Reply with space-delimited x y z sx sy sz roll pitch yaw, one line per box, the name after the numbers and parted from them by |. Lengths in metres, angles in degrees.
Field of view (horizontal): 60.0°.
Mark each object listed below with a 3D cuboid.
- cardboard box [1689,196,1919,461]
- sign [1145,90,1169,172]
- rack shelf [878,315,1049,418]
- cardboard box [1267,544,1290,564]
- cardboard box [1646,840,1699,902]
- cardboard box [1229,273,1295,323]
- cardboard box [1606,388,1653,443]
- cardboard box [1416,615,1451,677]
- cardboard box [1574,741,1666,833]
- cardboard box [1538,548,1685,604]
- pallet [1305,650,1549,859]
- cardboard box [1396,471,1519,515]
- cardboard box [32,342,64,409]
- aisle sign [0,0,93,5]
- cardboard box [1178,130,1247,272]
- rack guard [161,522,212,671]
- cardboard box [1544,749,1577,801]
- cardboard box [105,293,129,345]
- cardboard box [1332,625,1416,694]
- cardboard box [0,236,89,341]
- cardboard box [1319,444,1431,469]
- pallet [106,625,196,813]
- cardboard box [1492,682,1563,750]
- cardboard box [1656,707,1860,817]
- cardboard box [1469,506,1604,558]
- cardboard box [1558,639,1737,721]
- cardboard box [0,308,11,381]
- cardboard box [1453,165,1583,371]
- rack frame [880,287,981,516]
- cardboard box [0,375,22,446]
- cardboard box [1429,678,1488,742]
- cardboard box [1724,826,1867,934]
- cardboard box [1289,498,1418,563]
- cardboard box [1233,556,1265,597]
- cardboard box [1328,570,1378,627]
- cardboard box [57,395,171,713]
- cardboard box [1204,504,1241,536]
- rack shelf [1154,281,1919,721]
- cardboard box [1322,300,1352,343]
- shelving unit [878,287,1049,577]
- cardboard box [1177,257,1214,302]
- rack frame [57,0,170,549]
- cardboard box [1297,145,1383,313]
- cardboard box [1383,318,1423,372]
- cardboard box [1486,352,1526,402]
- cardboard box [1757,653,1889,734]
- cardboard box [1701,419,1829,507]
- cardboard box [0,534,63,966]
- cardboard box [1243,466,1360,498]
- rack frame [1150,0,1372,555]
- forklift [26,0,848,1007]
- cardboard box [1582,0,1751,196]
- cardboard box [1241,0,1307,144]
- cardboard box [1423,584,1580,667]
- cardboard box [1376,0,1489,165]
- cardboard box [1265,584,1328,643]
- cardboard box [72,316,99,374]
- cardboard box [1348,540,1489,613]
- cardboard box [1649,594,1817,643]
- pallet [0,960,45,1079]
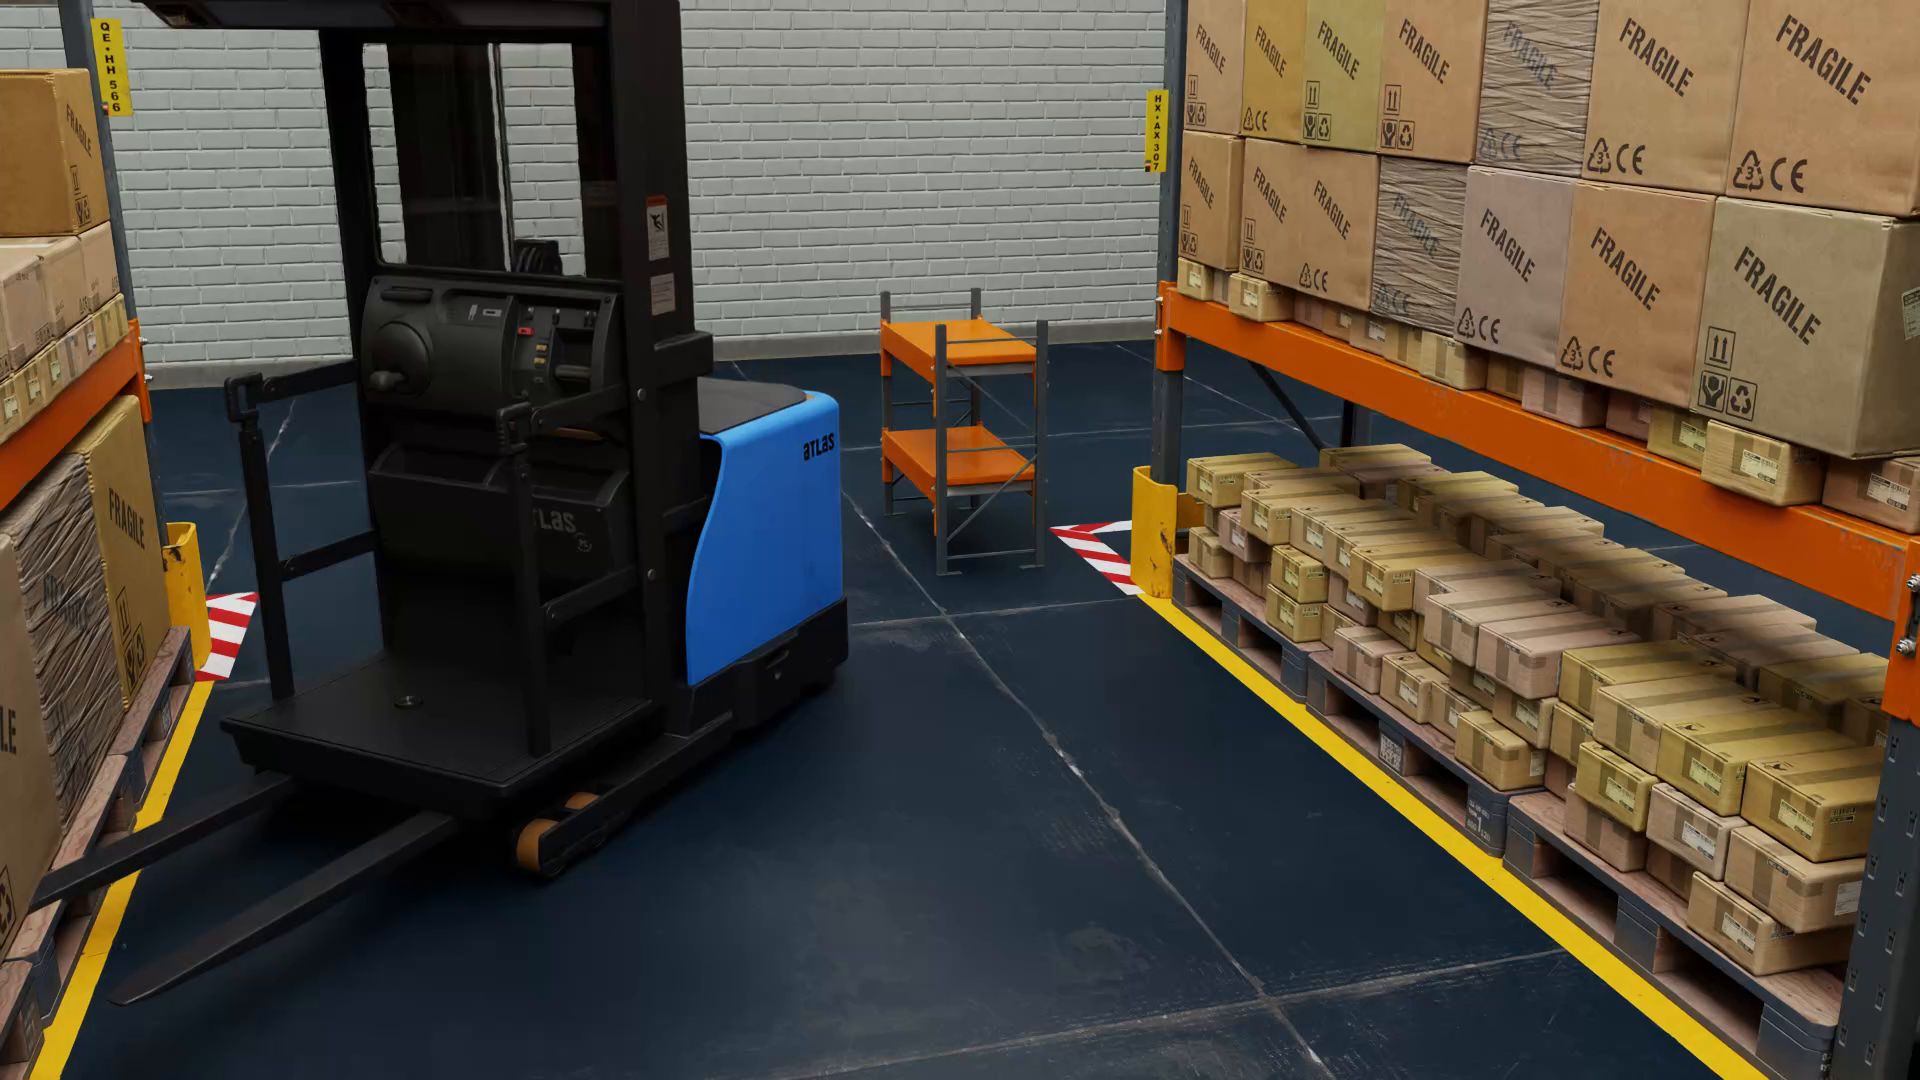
2.021 -0.491 3.680 0.500 0.500 0.500 -5 17 -15 | cardboard box
0.805 -1.667 6.782 0.100 0.325 0.005 -5 17 -15 | sign
-0.002 -0.821 7.712 0.538 0.278 1.000 -5 17 -15 | rack shelf
1.397 0.033 6.338 0.380 0.149 0.250 -4 17 -15 | cardboard box
2.000 0.815 4.249 0.380 0.149 0.250 -4 17 -14 | cardboard box
1.233 -0.914 6.216 0.380 0.149 0.250 -5 17 -17 | cardboard box
1.926 -0.347 4.330 0.380 0.149 0.250 -5 17 -17 | cardboard box
1.707 0.325 5.363 0.380 0.149 0.250 -4 17 -13 | cardboard box
1.857 0.624 4.368 0.380 0.149 0.250 -5 18 -17 | cardboard box
2.126 0.145 5.448 0.380 0.149 0.250 -5 17 -15 | cardboard box
1.869 0.626 5.502 1.003 0.211 1.213 -5 17 -15 | pallet
1.923 -0.154 6.442 0.380 0.149 0.250 -5 17 -16 | cardboard box
-2.773 -0.456 4.692 0.380 0.149 0.250 -5 17 -16 | cardboard box
-3.201 -2.220 5.609 0.394 0.787 0.004 -5 17 -15 | aisle sign
1.185 -1.340 6.507 0.500 0.500 0.500 -4 17 -13 | cardboard box
-3.477 0.259 6.219 1.175 0.500 0.348 -5 17 -15 | rack guard
1.909 0.665 4.750 0.380 0.149 0.250 -5 17 -17 | cardboard box
-3.056 -0.738 5.632 0.380 0.149 0.250 -4 17 -14 | cardboard box
1.500 0.392 5.660 0.380 0.149 0.250 -6 18 -18 | cardboard box
-2.943 -0.748 4.973 0.500 0.250 0.500 -5 17 -16 | cardboard box
1.716 -0.290 6.893 0.380 0.149 0.250 -4 17 -15 | cardboard box
-3.175 0.619 5.523 1.003 0.211 1.213 -5 17 -15 | pallet
1.793 0.478 4.854 0.380 0.149 0.250 -4 17 -14 | cardboard box
1.970 0.545 4.115 0.380 0.149 0.250 -4 17 -15 | cardboard box
2.061 -0.007 5.954 0.380 0.149 0.250 -4 17 -13 | cardboard box
1.898 0.399 4.601 0.380 0.149 0.250 -4 17 -13 | cardboard box
-2.656 -0.464 4.025 0.500 0.250 0.500 -5 17 -15 | cardboard box
1.744 -0.772 4.617 0.500 0.500 0.500 -5 17 -16 | cardboard box
-0.142 -0.681 8.265 0.500 1.125 0.032 -5 17 -15 | rack frame
-2.636 -0.315 4.225 0.380 0.149 0.250 -4 17 -14 | cardboard box
1.699 0.530 5.199 0.380 0.149 0.250 -4 17 -14 | cardboard box
2.034 0.771 3.880 0.380 0.149 0.250 -4 17 -14 | cardboard box
1.429 -0.035 6.048 0.380 0.149 0.250 -6 18 -18 | cardboard box
1.314 0.105 6.613 0.380 0.149 0.250 -5 17 -15 | cardboard box
1.528 0.178 5.854 0.380 0.149 0.250 -6 18 -18 | cardboard box
-3.217 0.056 5.514 0.875 0.875 0.875 -5 17 -15 | cardboard box
1.224 -0.108 6.807 0.380 0.149 0.250 -4 17 -13 | cardboard box
1.876 -0.397 5.312 1.077 0.370 4.000 -5 17 -15 | rack shelf
1.487 -0.776 5.757 0.380 0.149 0.250 -5 17 -16 | cardboard box
-0.002 -0.541 7.796 0.538 1.125 1.048 -5 17 -15 | shelving unit
1.101 -1.059 6.701 0.380 0.149 0.250 -5 17 -16 | cardboard box
-3.470 -0.931 5.838 1.000 3.000 0.127 -5 17 -15 | rack frame
1.479 -1.057 5.566 0.500 0.500 0.500 -4 17 -15 | cardboard box
1.578 -0.632 5.278 0.380 0.149 0.250 -4 17 -13 | cardboard box
1.762 -0.491 4.809 0.380 0.149 0.250 -5 17 -16 | cardboard box
2.395 0.432 4.492 0.380 0.149 0.250 -5 17 -16 | cardboard box
1.947 -0.192 3.813 0.380 0.149 0.250 -5 17 -17 | cardboard box
-2.723 0.554 3.857 0.875 0.875 0.875 -5 17 -15 | cardboard box
1.336 -0.177 6.520 0.380 0.149 0.250 -4 17 -14 | cardboard box
1.327 -1.295 7.050 1.000 3.000 0.127 -5 17 -15 | rack frame
-1.514 -0.584 4.803 1.130 2.935 3.031 8 18 25 | forklift
1.890 -1.109 4.002 0.500 0.500 0.500 -5 18 -17 | cardboard box
1.340 -1.680 5.903 0.500 0.500 0.500 -4 17 -14 | cardboard box
1.649 0.258 5.071 0.380 0.149 0.250 -5 18 -17 | cardboard box
1.605 -1.394 4.949 0.500 0.500 0.500 -5 18 -17 | cardboard box
1.353 0.253 6.122 0.380 0.149 0.250 -4 17 -15 | cardboard box
-2.914 -0.597 5.161 0.380 0.149 0.250 -5 17 -15 | cardboard box
1.525 0.118 5.535 0.380 0.149 0.250 -4 17 -14 | cardboard box
2.310 0.285 4.982 0.380 0.149 0.250 -4 17 -14 | cardboard box
-2.504 1.294 3.276 1.003 0.211 1.213 -5 17 -15 | pallet
